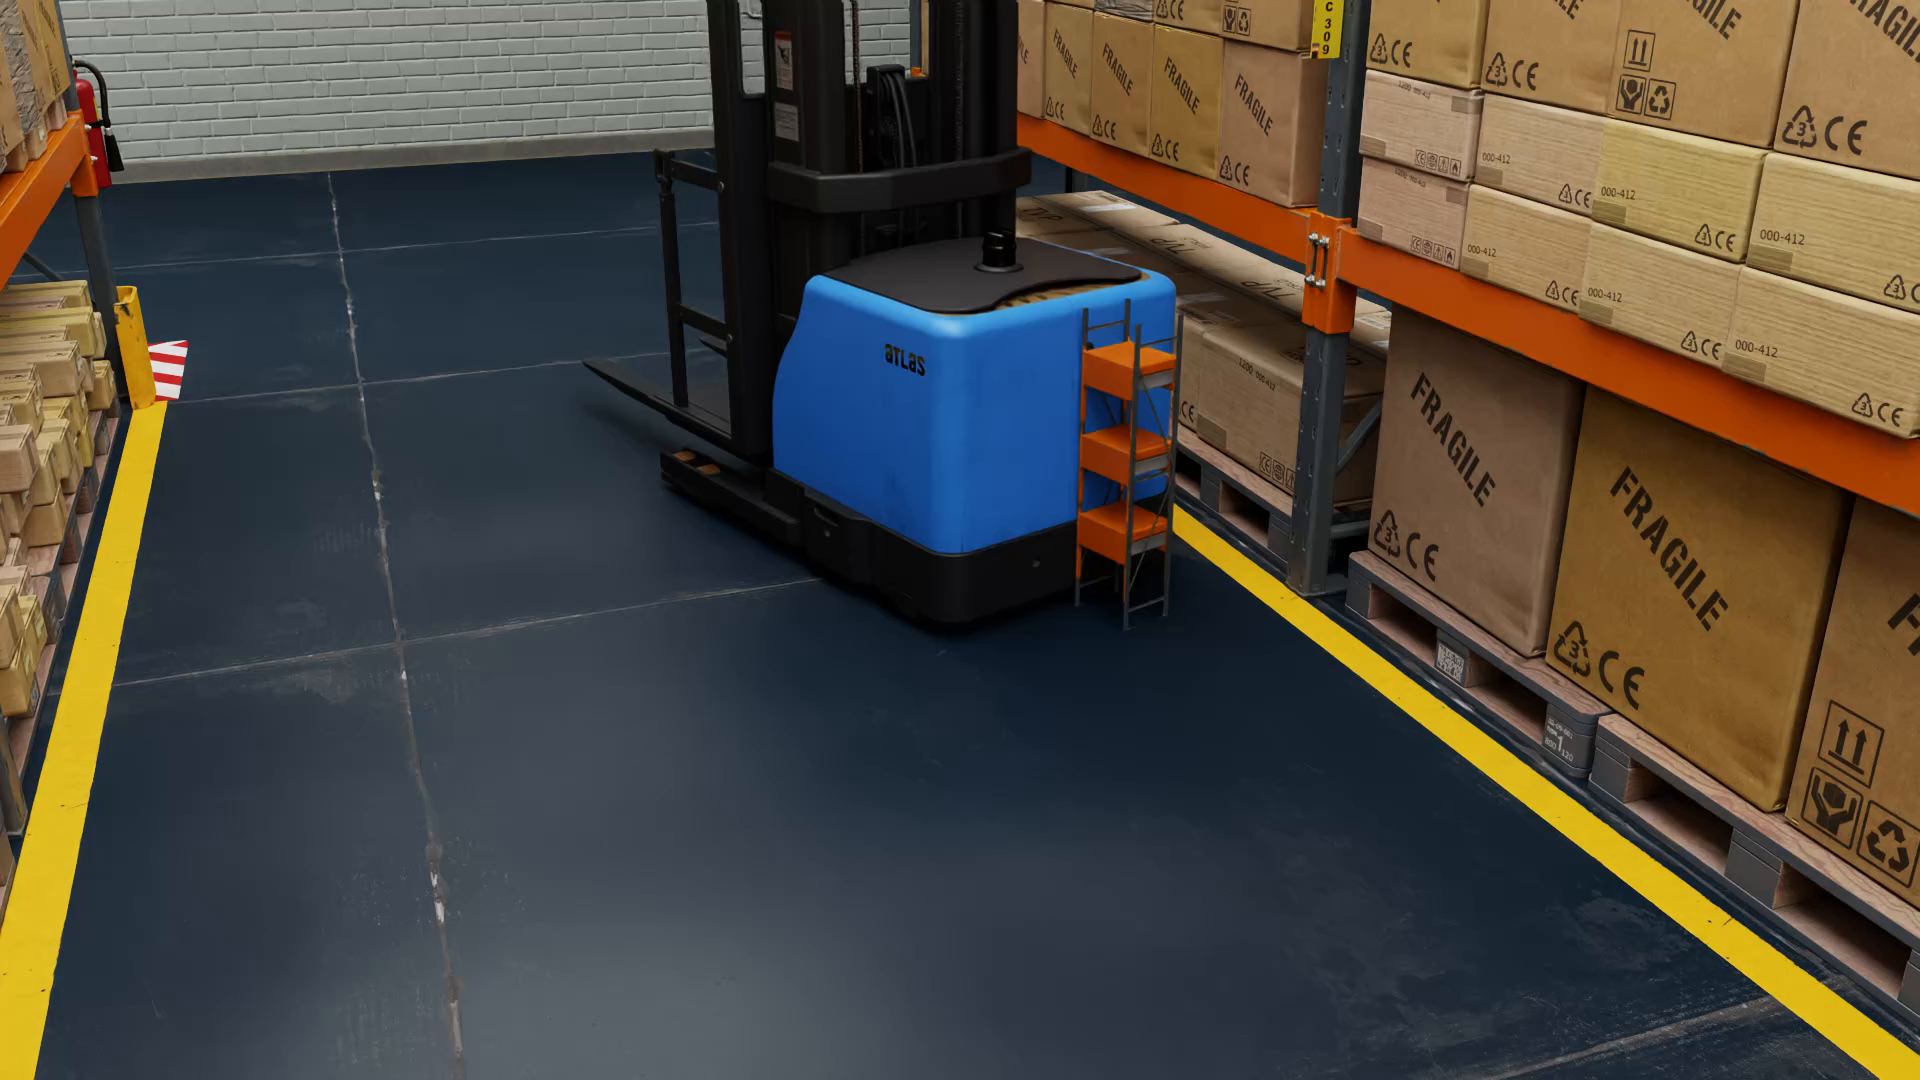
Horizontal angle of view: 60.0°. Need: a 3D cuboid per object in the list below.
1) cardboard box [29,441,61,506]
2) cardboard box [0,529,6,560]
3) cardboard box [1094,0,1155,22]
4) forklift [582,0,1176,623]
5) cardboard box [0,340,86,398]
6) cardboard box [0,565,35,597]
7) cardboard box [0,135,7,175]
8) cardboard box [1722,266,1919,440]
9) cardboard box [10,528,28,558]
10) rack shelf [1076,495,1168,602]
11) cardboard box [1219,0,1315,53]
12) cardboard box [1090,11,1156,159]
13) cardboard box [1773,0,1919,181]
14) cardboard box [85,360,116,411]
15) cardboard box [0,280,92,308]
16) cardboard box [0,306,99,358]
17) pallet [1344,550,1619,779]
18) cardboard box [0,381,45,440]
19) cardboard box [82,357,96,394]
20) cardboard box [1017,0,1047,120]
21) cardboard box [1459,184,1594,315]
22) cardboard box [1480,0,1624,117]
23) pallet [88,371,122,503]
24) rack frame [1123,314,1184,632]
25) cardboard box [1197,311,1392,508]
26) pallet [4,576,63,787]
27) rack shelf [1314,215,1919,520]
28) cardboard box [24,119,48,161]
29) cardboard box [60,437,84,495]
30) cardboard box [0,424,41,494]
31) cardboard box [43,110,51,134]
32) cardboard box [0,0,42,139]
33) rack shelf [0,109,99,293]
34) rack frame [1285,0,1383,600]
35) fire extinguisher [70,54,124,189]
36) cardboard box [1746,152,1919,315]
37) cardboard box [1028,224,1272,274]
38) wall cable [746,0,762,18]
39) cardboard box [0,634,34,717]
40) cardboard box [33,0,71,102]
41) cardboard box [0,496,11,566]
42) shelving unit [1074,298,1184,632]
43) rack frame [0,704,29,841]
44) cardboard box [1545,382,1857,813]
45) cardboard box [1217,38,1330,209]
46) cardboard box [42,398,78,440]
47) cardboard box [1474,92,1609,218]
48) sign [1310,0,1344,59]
[{"bbox_3d":[-3.280,-0.207,5.627,0.380,0.149,0.250,-9,24,-19],"label":"cardboard box"},{"bbox_3d":[-2.930,0.035,4.670,0.380,0.149,0.250,-7,24,-16],"label":"cardboard box"},{"bbox_3d":[0.850,-2.275,6.370,0.500,0.500,0.500,-8,24,-18],"label":"cardboard box"},{"bbox_3d":[-0.550,-1.587,6.241,1.130,2.935,3.031,-17,28,-34],"label":"forklift"},{"bbox_3d":[-3.525,-0.631,6.248,0.380,0.149,0.250,-7,24,-17],"label":"cardboard box"},{"bbox_3d":[-3.019,0.214,5.009,0.380,0.149,0.250,-8,24,-19],"label":"cardboard box"},{"bbox_3d":[-3.225,-1.314,4.994,0.500,0.500,0.500,-9,24,-20],"label":"cardboard box"},{"bbox_3d":[2.062,-0.441,3.628,0.500,0.250,0.500,-9,24,-20],"label":"cardboard box"},{"bbox_3d":[-3.283,0.036,5.432,0.380,0.149,0.250,-9,25,-21],"label":"cardboard box"},{"bbox_3d":[0.548,0.026,5.580,0.215,0.259,0.240,-17,28,-34],"label":"rack shelf"},{"bbox_3d":[1.210,-1.906,5.494,0.500,0.500,0.500,-9,24,-19],"label":"cardboard box"},{"bbox_3d":[0.854,-1.812,6.558,0.500,0.500,0.500,-9,24,-20],"label":"cardboard box"},{"bbox_3d":[2.090,-1.022,3.398,0.500,0.500,0.500,-9,24,-20],"label":"cardboard box"},{"bbox_3d":[-3.807,-0.641,7.038,0.380,0.149,0.250,-8,24,-17],"label":"cardboard box"},{"bbox_3d":[-3.949,-0.999,7.123,0.380,0.149,0.250,-8,24,-18],"label":"cardboard box"},{"bbox_3d":[-3.704,-0.824,6.706,0.380,0.149,0.250,-9,24,-20],"label":"cardboard box"},{"bbox_3d":[1.978,0.289,5.291,1.003,0.211,1.213,-8,24,-19],"label":"pallet"},{"bbox_3d":[-3.416,-0.428,5.768,0.380,0.149,0.250,-8,24,-19],"label":"cardboard box"},{"bbox_3d":[-3.735,-0.679,6.745,0.380,0.149,0.250,-9,25,-21],"label":"cardboard box"},{"bbox_3d":[0.490,-2.184,7.441,0.500,0.500,0.500,-8,24,-19],"label":"cardboard box"},{"bbox_3d":[1.727,-0.812,4.509,0.500,0.250,0.500,-9,24,-20],"label":"cardboard box"},{"bbox_3d":[1.727,-1.392,4.274,0.500,0.500,0.500,-8,24,-19],"label":"cardboard box"},{"bbox_3d":[-4.093,-0.390,6.904,1.003,0.211,1.213,-8,24,-19],"label":"pallet"},{"bbox_3d":[0.622,-0.203,5.379,0.200,1.050,0.008,-17,28,-34],"label":"rack frame"},{"bbox_3d":[1.513,-0.521,6.383,0.875,0.438,0.875,-9,24,-20],"label":"cardboard box"},{"bbox_3d":[-3.231,0.496,4.801,1.003,0.211,1.213,-8,24,-19],"label":"pallet"},{"bbox_3d":[2.341,-0.207,3.806,1.077,0.370,4.000,-8,24,-19],"label":"rack shelf"},{"bbox_3d":[-3.726,-1.533,6.350,0.380,0.149,0.250,-8,24,-18],"label":"cardboard box"},{"bbox_3d":[-3.468,-0.259,6.132,0.380,0.149,0.250,-8,24,-18],"label":"cardboard box"},{"bbox_3d":[-3.193,-0.246,5.335,0.380,0.149,0.250,-8,24,-18],"label":"cardboard box"},{"bbox_3d":[-3.941,-1.712,6.773,0.380,0.149,0.250,-8,24,-19],"label":"cardboard box"},{"bbox_3d":[-3.609,-1.687,5.880,0.500,0.500,0.500,-8,24,-19],"label":"cardboard box"},{"bbox_3d":[-3.667,-0.945,5.556,1.077,0.370,4.000,-8,24,-19],"label":"rack shelf"},{"bbox_3d":[1.635,-1.265,5.390,1.000,3.000,0.127,-8,24,-19],"label":"rack frame"},{"bbox_3d":[-4.031,-1.950,7.595,0.296,0.674,0.183,-8,24,-19],"label":"fire extinguisher"},{"bbox_3d":[2.071,-0.672,3.532,0.500,0.250,0.500,-9,25,-21],"label":"cardboard box"},{"bbox_3d":[0.880,-1.174,7.932,0.875,0.438,0.875,-8,24,-18],"label":"cardboard box"},{"bbox_3d":[-1.792,-5.247,13.489,0.585,1.953,0.123,-8,24,-19],"label":"wall cable"},{"bbox_3d":[-2.788,0.394,4.583,0.380,0.149,0.250,-9,25,-21],"label":"cardboard box"},{"bbox_3d":[-3.974,-2.058,6.759,0.500,0.500,0.500,-8,24,-18],"label":"cardboard box"},{"bbox_3d":[-3.175,-0.004,5.144,0.380,0.149,0.250,-10,25,-22],"label":"cardboard box"},{"bbox_3d":[0.548,-0.240,5.468,0.215,1.050,0.252,-17,28,-34],"label":"shelving unit"},{"bbox_3d":[-2.960,-0.550,3.692,1.000,3.000,0.127,-8,24,-19],"label":"rack frame"},{"bbox_3d":[2.255,0.062,4.437,0.875,0.875,0.875,-8,24,-17],"label":"cardboard box"},{"bbox_3d":[1.232,-1.445,5.688,0.500,0.500,0.500,-8,24,-19],"label":"cardboard box"},{"bbox_3d":[-3.467,-0.397,6.076,0.380,0.149,0.250,-7,24,-16],"label":"cardboard box"},{"bbox_3d":[1.737,-1.043,4.411,0.500,0.250,0.500,-8,24,-18],"label":"cardboard box"},{"bbox_3d":[1.116,-1.624,5.025,0.100,0.325,0.005,-8,24,-19],"label":"sign"}]
